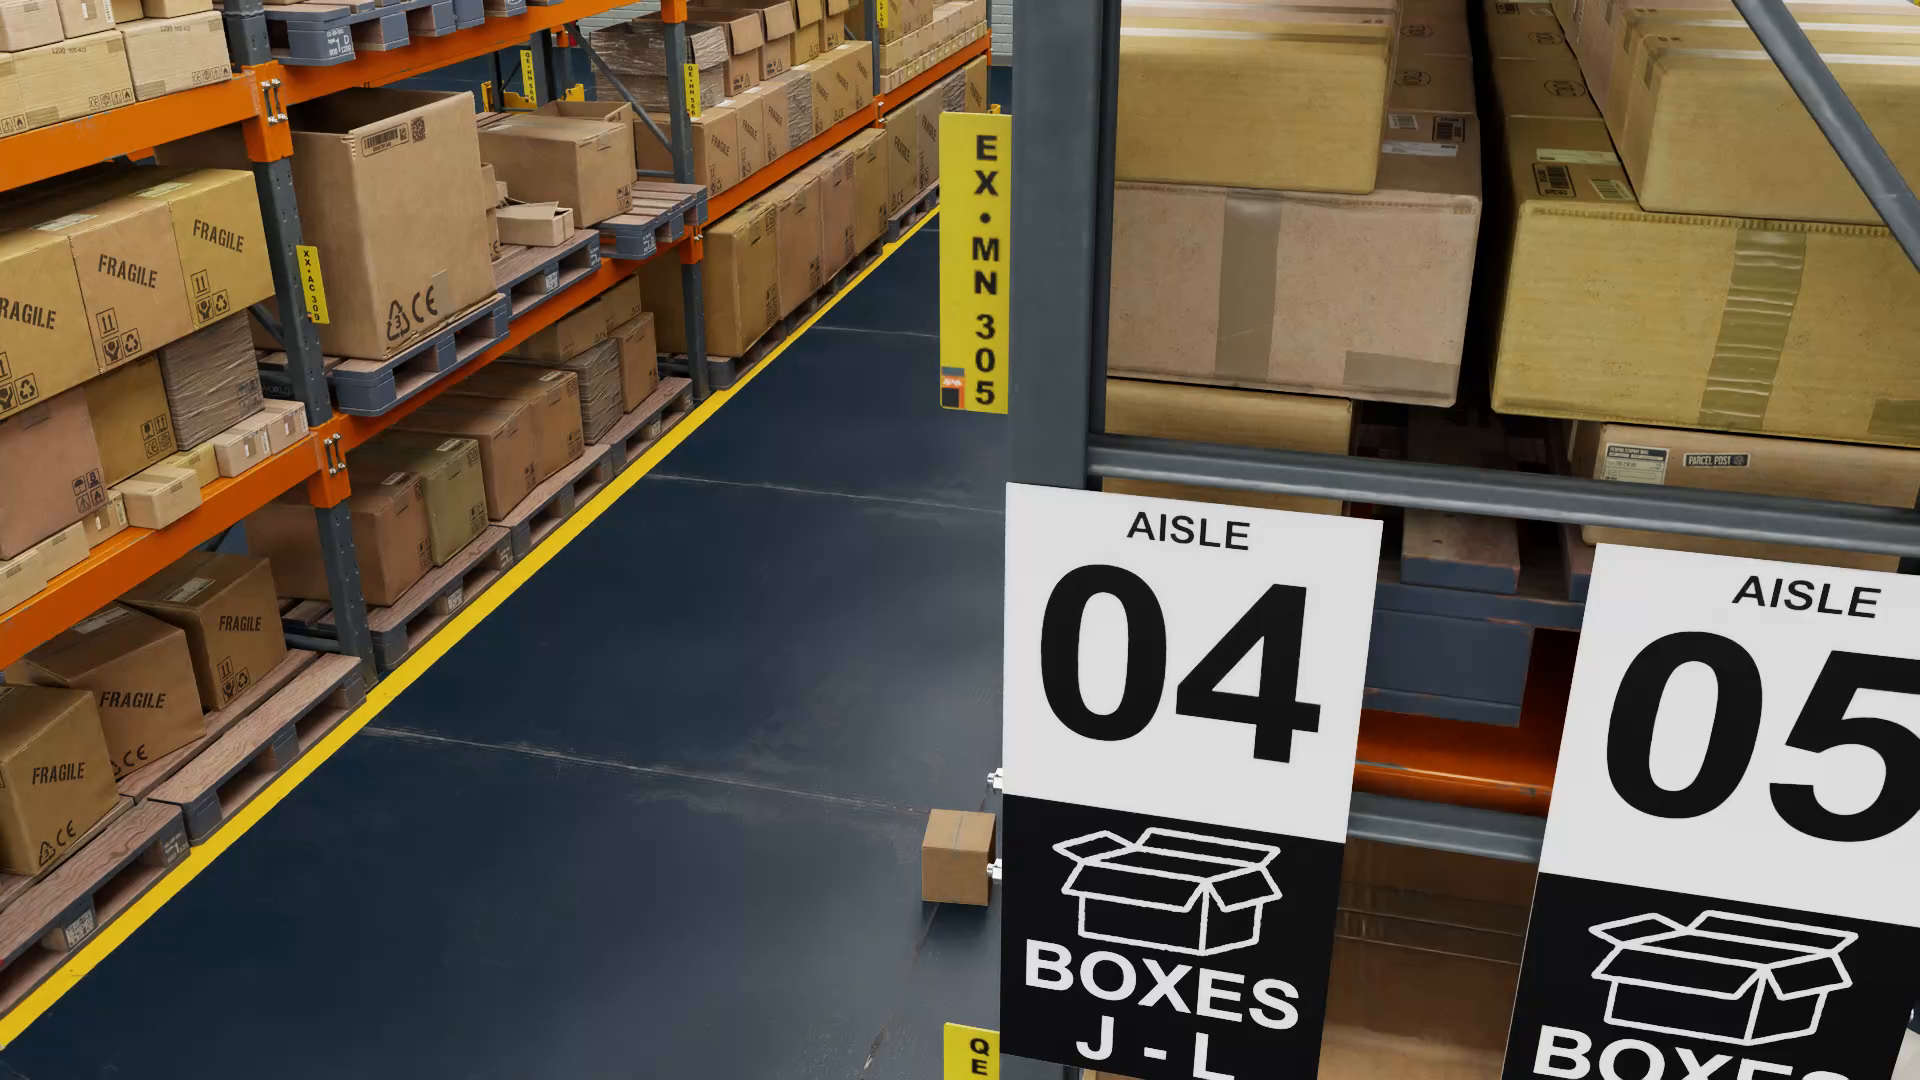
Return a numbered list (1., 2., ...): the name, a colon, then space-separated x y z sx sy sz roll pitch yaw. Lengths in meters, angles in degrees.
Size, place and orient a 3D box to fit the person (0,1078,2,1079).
1. person: -2.084 1.692 3.486 0.592 1.845 0.525 14 29 28
